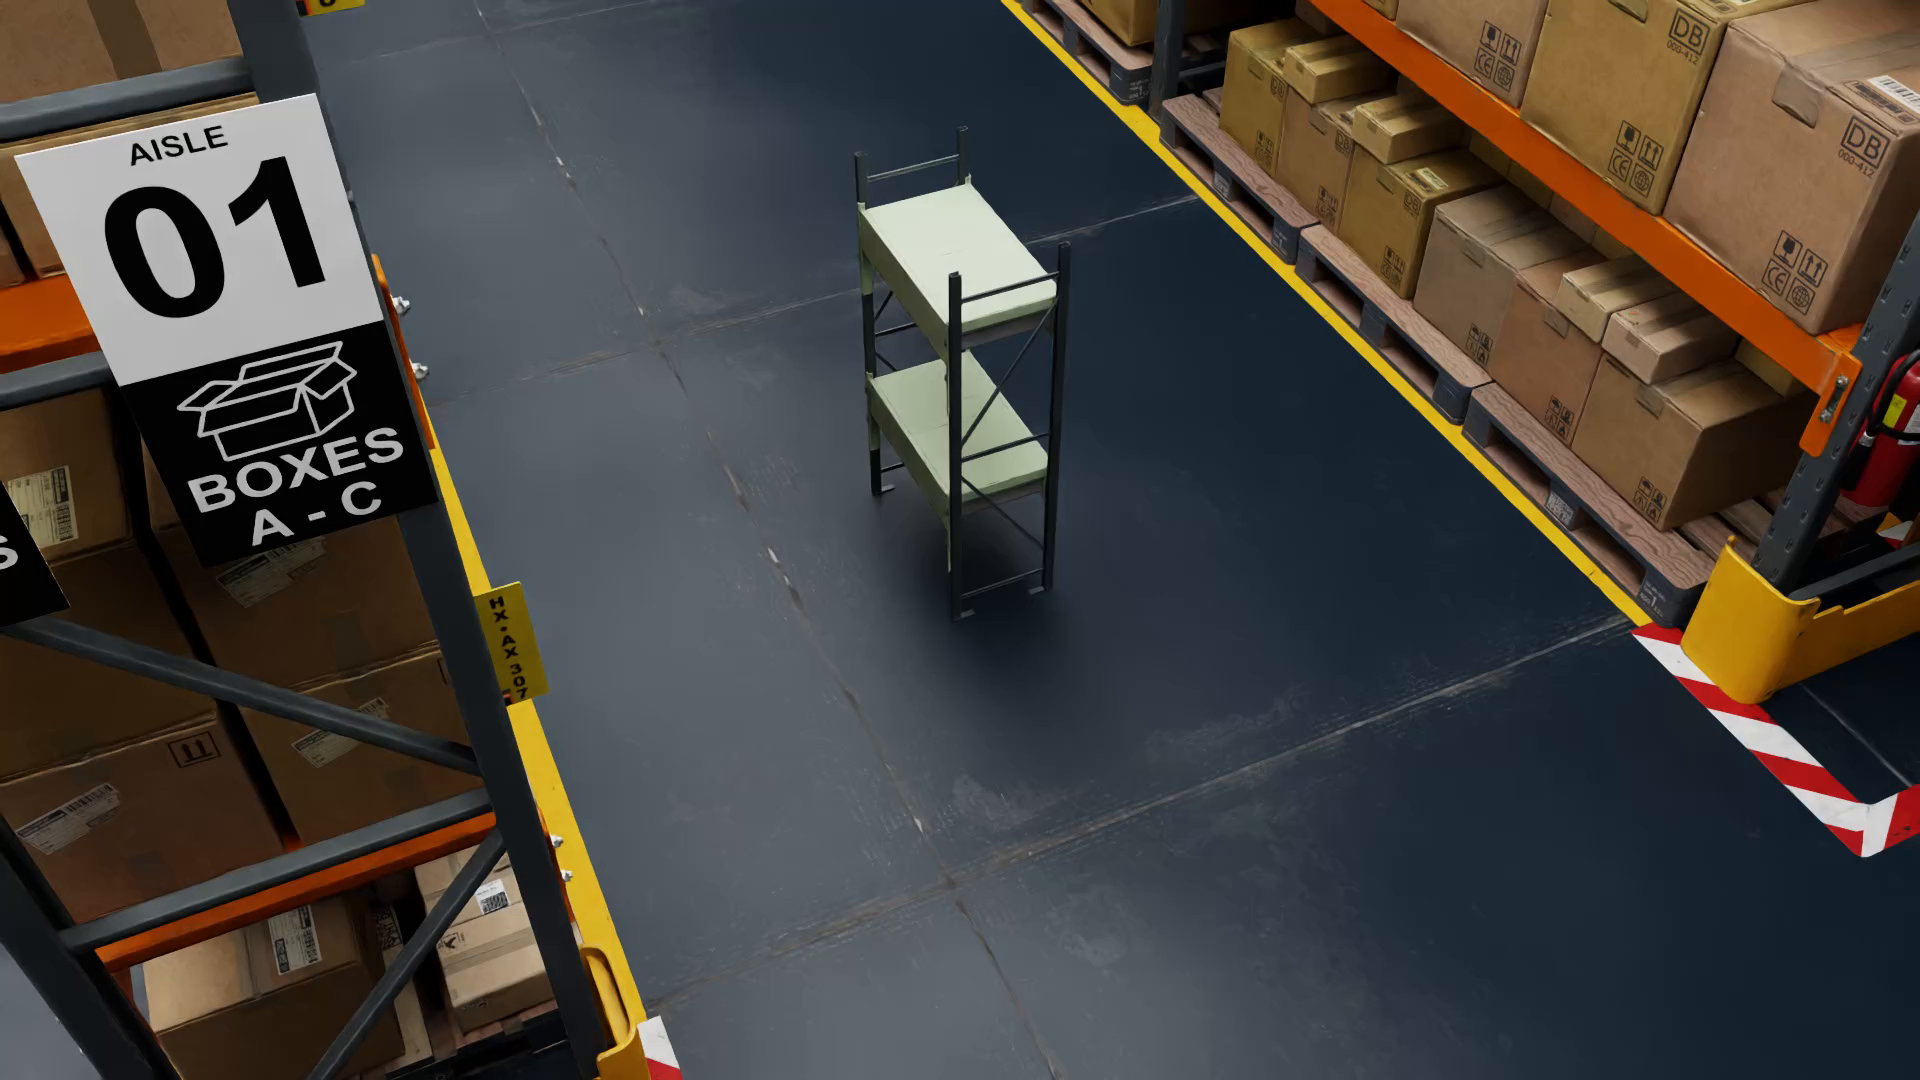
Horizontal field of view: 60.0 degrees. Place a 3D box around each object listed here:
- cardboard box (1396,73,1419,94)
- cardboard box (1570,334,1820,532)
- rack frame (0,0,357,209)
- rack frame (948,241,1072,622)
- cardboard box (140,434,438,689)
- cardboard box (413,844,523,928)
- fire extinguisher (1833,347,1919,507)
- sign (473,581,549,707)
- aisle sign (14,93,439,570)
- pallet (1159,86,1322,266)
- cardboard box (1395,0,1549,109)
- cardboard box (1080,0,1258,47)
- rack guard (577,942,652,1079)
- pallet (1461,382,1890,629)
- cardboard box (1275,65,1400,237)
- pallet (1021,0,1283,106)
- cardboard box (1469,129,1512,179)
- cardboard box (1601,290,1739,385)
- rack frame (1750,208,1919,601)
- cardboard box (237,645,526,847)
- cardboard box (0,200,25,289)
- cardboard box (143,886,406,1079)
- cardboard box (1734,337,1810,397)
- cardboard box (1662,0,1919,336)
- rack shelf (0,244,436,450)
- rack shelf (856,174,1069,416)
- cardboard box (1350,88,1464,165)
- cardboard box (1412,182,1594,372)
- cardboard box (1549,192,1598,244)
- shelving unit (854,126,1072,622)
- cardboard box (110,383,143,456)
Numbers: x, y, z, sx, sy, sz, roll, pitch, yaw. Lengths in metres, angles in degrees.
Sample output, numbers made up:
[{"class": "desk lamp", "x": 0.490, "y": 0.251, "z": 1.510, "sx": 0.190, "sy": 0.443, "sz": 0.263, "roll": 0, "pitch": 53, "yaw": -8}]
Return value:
[{"class": "cardboard box", "x": 2.106, "y": -1.968, "z": 7.127, "sx": 0.380, "sy": 0.149, "sz": 0.250, "roll": -19, "pitch": 48, "yaw": -19}, {"class": "cardboard box", "x": 2.727, "y": -0.463, "z": 6.064, "sx": 0.700, "sy": 0.500, "sz": 0.500, "roll": -18, "pitch": 47, "yaw": -17}, {"class": "rack frame", "x": -1.380, "y": -1.457, "z": 1.319, "sx": 1.000, "sy": 3.000, "sz": 0.127, "roll": -18, "pitch": 47, "yaw": -17}, {"class": "rack frame", "x": 0.151, "y": -0.305, "z": 5.491, "sx": 0.400, "sy": 1.500, "sz": 0.023, "roll": -18, "pitch": 47, "yaw": -17}, {"class": "cardboard box", "x": -1.328, "y": -0.073, "z": 3.406, "sx": 0.500, "sy": 0.500, "sz": 0.500, "roll": -17, "pitch": 47, "yaw": -16}, {"class": "cardboard box", "x": -1.350, "y": 1.003, "z": 4.802, "sx": 0.380, "sy": 0.166, "sz": 0.250, "roll": -18, "pitch": 47, "yaw": -17}, {"class": "fire extinguisher", "x": 2.757, "y": -0.394, "z": 4.834, "sx": 0.296, "sy": 0.674, "sz": 0.183, "roll": -18, "pitch": 47, "yaw": -17}, {"class": "sign", "x": -0.888, "y": 0.210, "z": 3.285, "sx": 0.100, "sy": 0.325, "sz": 0.005, "roll": -18, "pitch": 47, "yaw": -17}, {"class": "aisle sign", "x": -1.085, "y": -0.290, "z": 2.557, "sx": 0.394, "sy": 0.787, "sz": 0.004, "roll": -18, "pitch": 47, "yaw": -17}, {"class": "pallet", "x": 1.679, "y": -1.835, "z": 7.960, "sx": 1.003, "sy": 0.211, "sz": 1.213, "roll": -18, "pitch": 47, "yaw": -17}, {"class": "cardboard box", "x": 2.261, "y": -2.164, "z": 6.094, "sx": 0.980, "sy": 0.700, "sz": 0.700, "roll": -20, "pitch": 48, "yaw": -19}, {"class": "cardboard box", "x": 1.039, "y": -3.096, "z": 8.483, "sx": 0.750, "sy": 0.750, "sz": 0.750, "roll": -18, "pitch": 47, "yaw": -17}, {"class": "rack guard", "x": -1.412, "y": 1.520, "z": 4.354, "sx": 1.175, "sy": 0.500, "sz": 0.348, "roll": -18, "pitch": 47, "yaw": -17}, {"class": "pallet", "x": 2.705, "y": -0.280, "z": 6.384, "sx": 1.003, "sy": 0.211, "sz": 1.213, "roll": -18, "pitch": 47, "yaw": -17}, {"class": "cardboard box", "x": 1.860, "y": -1.767, "z": 7.386, "sx": 0.700, "sy": 0.500, "sz": 0.500, "roll": -18, "pitch": 48, "yaw": -18}, {"class": "pallet", "x": 1.038, "y": -2.813, "z": 8.950, "sx": 1.003, "sy": 0.211, "sz": 1.213, "roll": -18, "pitch": 47, "yaw": -17}, {"class": "cardboard box", "x": 2.321, "y": -1.642, "z": 6.797, "sx": 0.380, "sy": 0.149, "sz": 0.250, "roll": -19, "pitch": 48, "yaw": -18}, {"class": "cardboard box", "x": 2.508, "y": -0.722, "z": 5.865, "sx": 0.380, "sy": 0.149, "sz": 0.250, "roll": -19, "pitch": 48, "yaw": -18}, {"class": "rack frame", "x": 3.113, "y": -0.787, "z": 4.912, "sx": 1.000, "sy": 3.000, "sz": 0.127, "roll": -18, "pitch": 47, "yaw": -17}, {"class": "cardboard box", "x": -1.328, "y": 0.282, "z": 3.757, "sx": 0.500, "sy": 0.500, "sz": 0.500, "roll": -17, "pitch": 47, "yaw": -17}, {"class": "cardboard box", "x": -1.836, "y": -0.585, "z": 2.679, "sx": 0.500, "sy": 0.250, "sz": 0.500, "roll": -18, "pitch": 47, "yaw": -17}, {"class": "cardboard box", "x": -1.832, "y": 1.138, "z": 4.427, "sx": 0.500, "sy": 0.500, "sz": 0.500, "roll": -18, "pitch": 47, "yaw": -17}, {"class": "cardboard box", "x": 2.962, "y": -0.673, "z": 5.815, "sx": 0.380, "sy": 0.149, "sz": 0.250, "roll": -18, "pitch": 47, "yaw": -17}, {"class": "cardboard box", "x": 2.889, "y": -1.215, "z": 5.133, "sx": 0.980, "sy": 0.700, "sz": 0.700, "roll": -16, "pitch": 47, "yaw": -16}, {"class": "rack shelf", "x": -2.221, "y": -1.407, "z": 3.917, "sx": 1.077, "sy": 0.370, "sz": 4.000, "roll": -18, "pitch": 47, "yaw": -17}, {"class": "rack shelf", "x": -0.003, "y": -0.816, "z": 5.453, "sx": 0.431, "sy": 0.370, "sz": 0.720, "roll": -18, "pitch": 47, "yaw": -17}, {"class": "cardboard box", "x": 1.850, "y": -1.715, "z": 6.871, "sx": 0.380, "sy": 0.149, "sz": 0.250, "roll": -19, "pitch": 48, "yaw": -19}, {"class": "cardboard box", "x": 2.305, "y": -1.102, "z": 6.712, "sx": 0.700, "sy": 0.500, "sz": 0.500, "roll": -19, "pitch": 48, "yaw": -19}, {"class": "cardboard box", "x": 2.535, "y": -1.317, "z": 6.468, "sx": 0.380, "sy": 0.149, "sz": 0.250, "roll": -17, "pitch": 47, "yaw": -17}, {"class": "shelving unit", "x": -0.003, "y": -0.538, "z": 5.728, "sx": 0.431, "sy": 1.500, "sz": 0.755, "roll": -18, "pitch": 47, "yaw": -17}, {"class": "cardboard box", "x": -2.030, "y": -0.237, "z": 3.571, "sx": 0.500, "sy": 0.500, "sz": 0.500, "roll": -17, "pitch": 47, "yaw": -16}]
